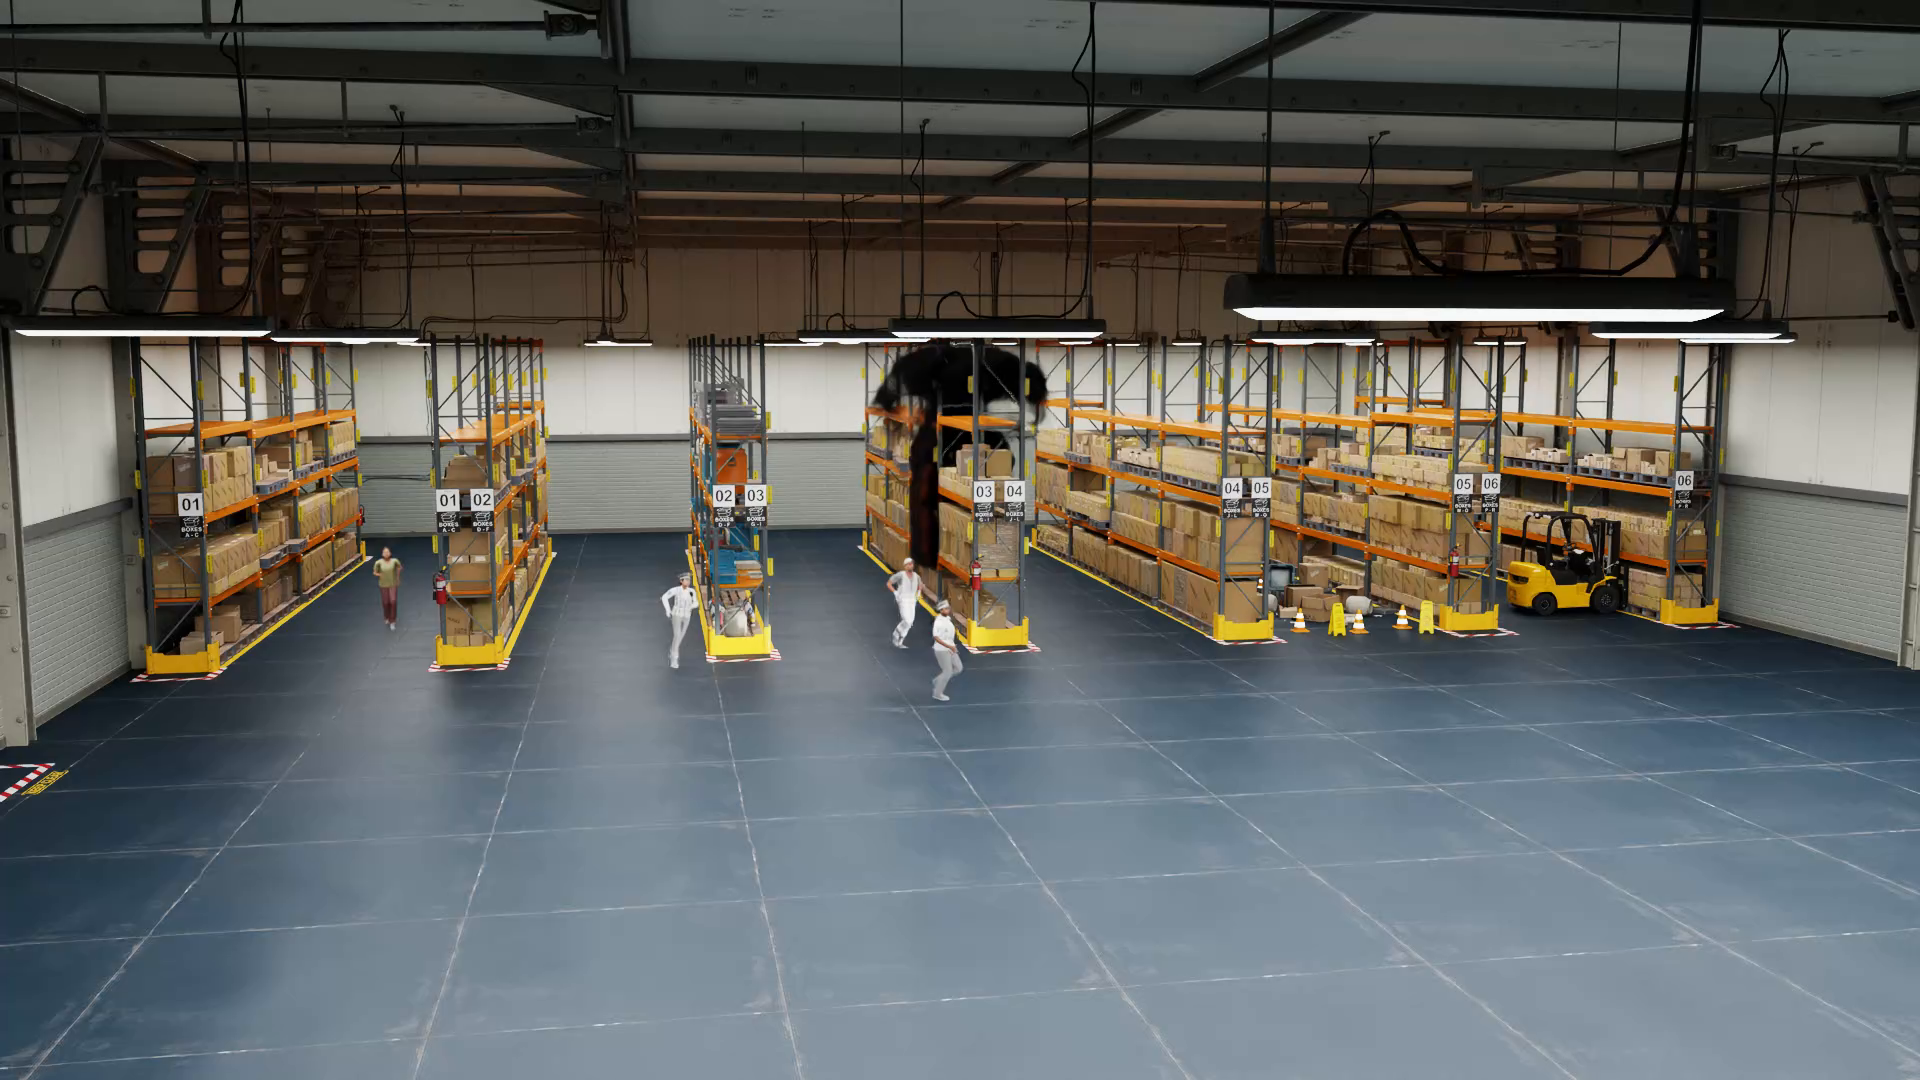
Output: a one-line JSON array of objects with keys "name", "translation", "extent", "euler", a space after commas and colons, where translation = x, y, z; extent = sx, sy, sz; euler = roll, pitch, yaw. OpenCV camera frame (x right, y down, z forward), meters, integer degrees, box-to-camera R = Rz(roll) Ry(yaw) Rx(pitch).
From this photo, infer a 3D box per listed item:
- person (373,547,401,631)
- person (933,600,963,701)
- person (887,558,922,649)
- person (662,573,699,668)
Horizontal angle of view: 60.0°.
[{"name": "person", "translation": [-11.787, 0.969, 34.230], "extent": [0.529, 1.696, 0.887], "euler": [-2, 7, -14]}, {"name": "person", "translation": [-0.217, 1.795, 27.218], "extent": [0.476, 1.660, 0.574], "euler": [3, 7, 21]}, {"name": "person", "translation": [-0.986, 1.213, 31.912], "extent": [0.681, 1.756, 0.531], "euler": [-5, 8, -38]}, {"name": "person", "translation": [-5.062, 1.424, 30.302], "extent": [0.671, 1.666, 0.811], "euler": [-4, 7, -29]}]
